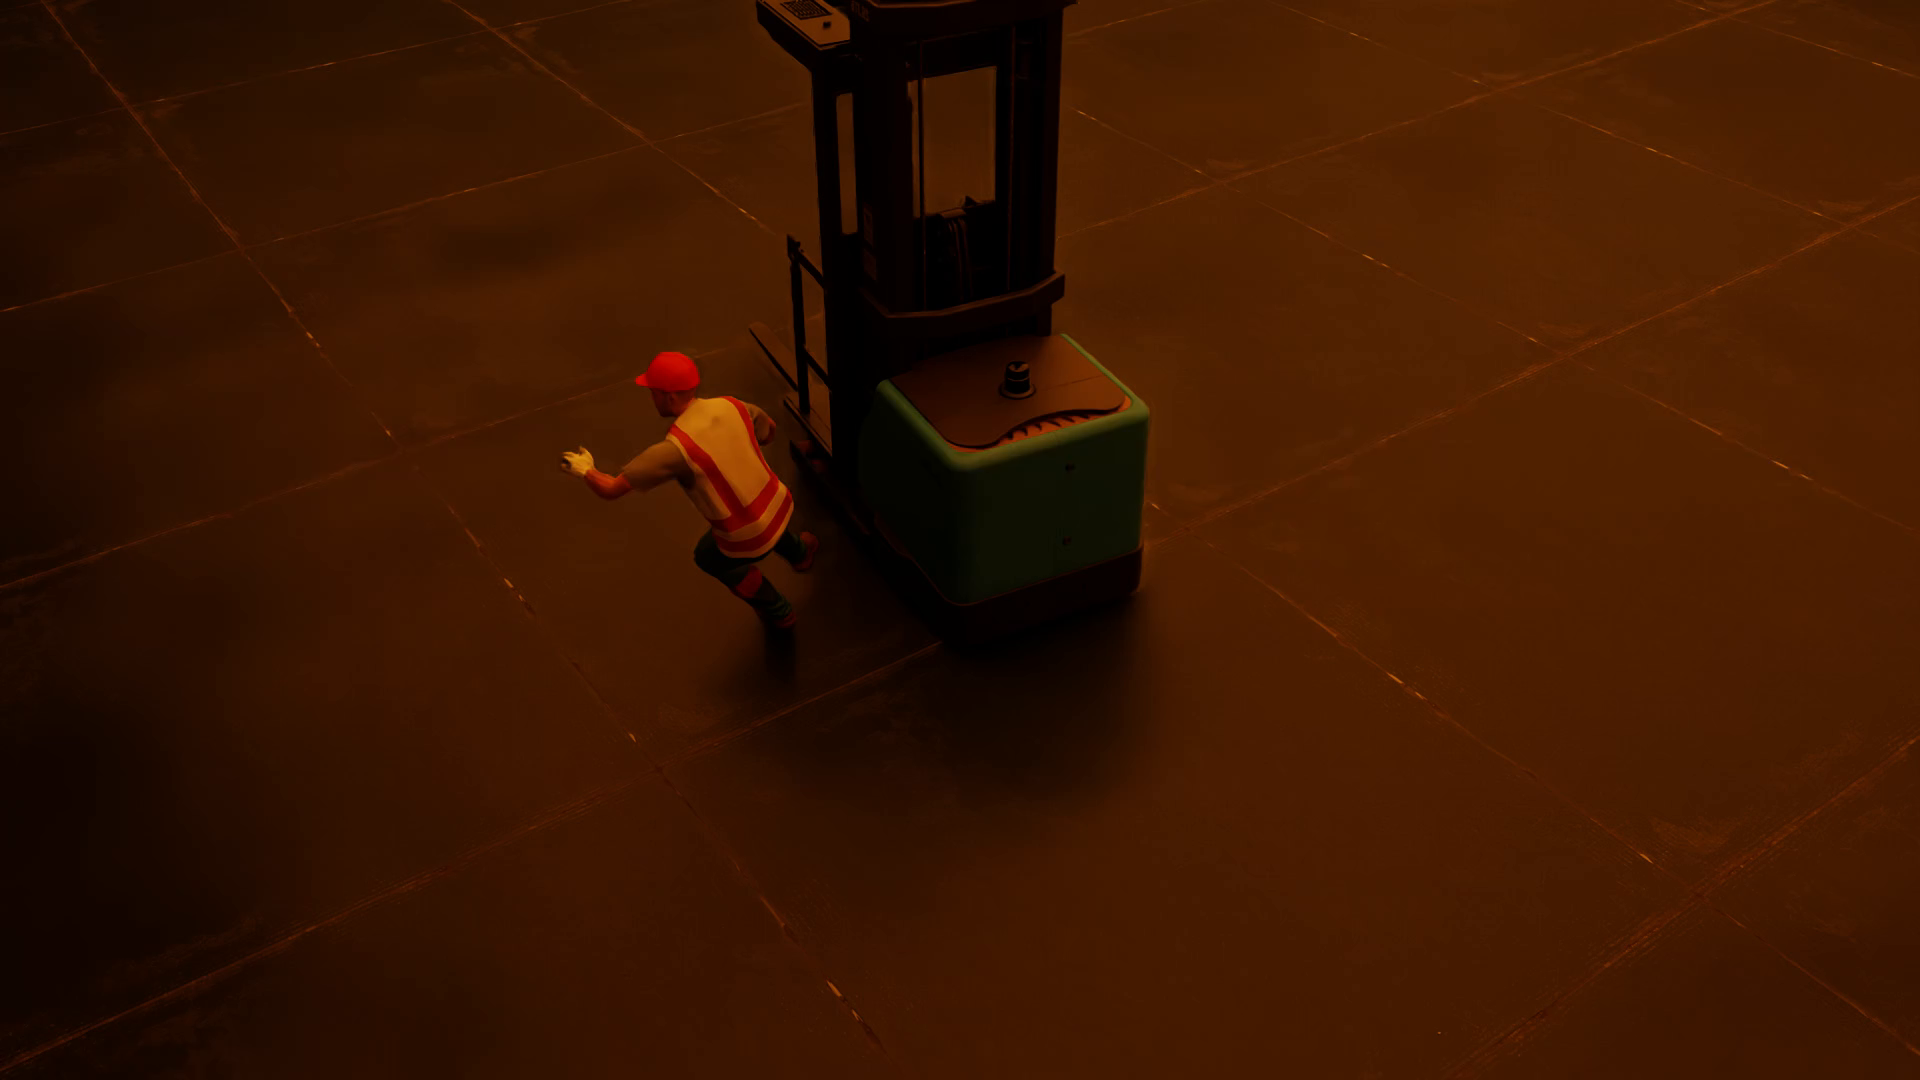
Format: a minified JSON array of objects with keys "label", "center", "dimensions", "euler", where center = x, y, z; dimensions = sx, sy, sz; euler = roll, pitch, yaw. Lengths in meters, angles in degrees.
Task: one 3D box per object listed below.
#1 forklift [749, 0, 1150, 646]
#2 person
[{"label":"forklift","center":[-0.251,-1.555,8.048],"dimensions":[1.130,2.935,3.031],"euler":[-17,40,-21]},{"label":"person","center":[-1.112,-0.245,7.428],"dimensions":[0.934,1.501,1.187],"euler":[17,40,22]}]
